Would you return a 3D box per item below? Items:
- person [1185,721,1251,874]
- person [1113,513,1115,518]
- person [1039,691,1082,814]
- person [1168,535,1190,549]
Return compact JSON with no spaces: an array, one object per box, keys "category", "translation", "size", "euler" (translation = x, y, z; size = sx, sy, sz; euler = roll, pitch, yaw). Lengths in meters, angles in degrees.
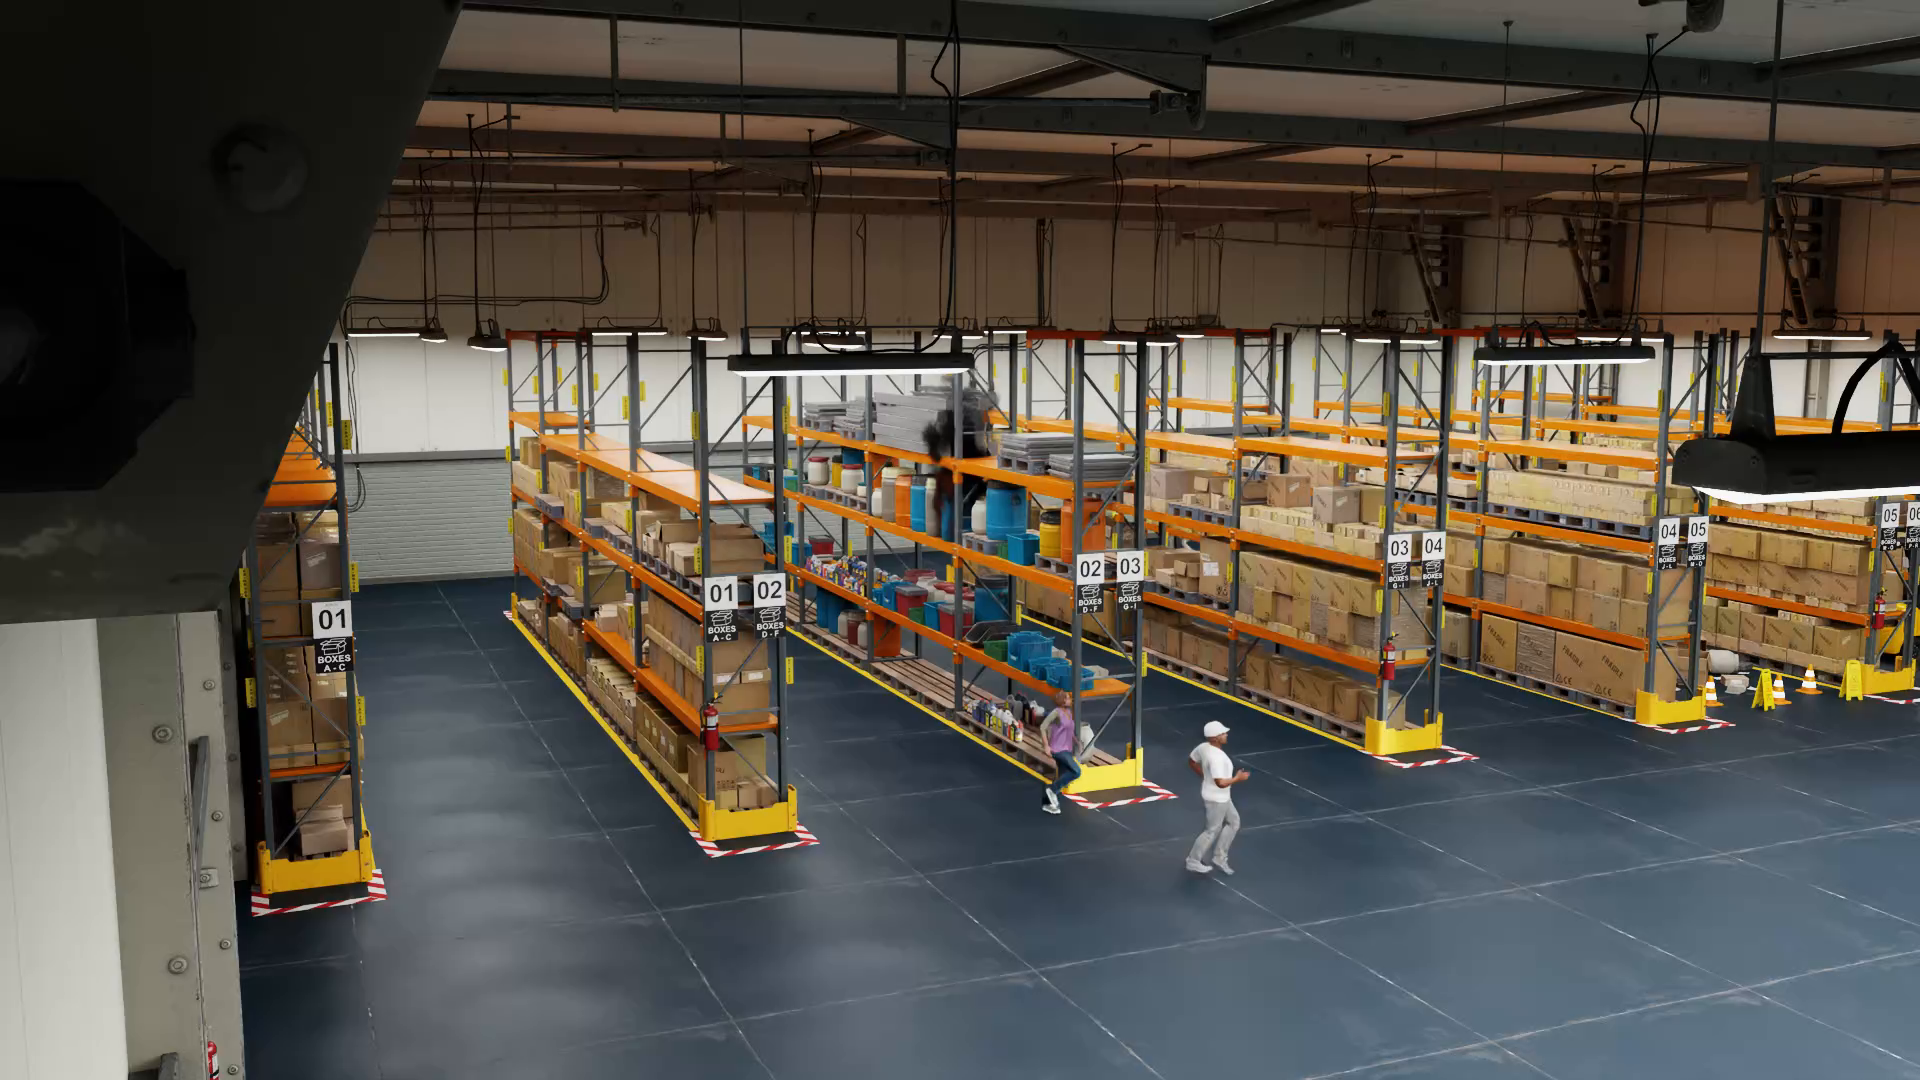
[{"category":"person","translation":[2.903,2.927,18.728],"size":[0.706,1.811,0.673],"euler":[1,8,4]},{"category":"person","translation":[3.646,0.189,38.953],"size":[0.717,1.707,0.606],"euler":[-2,8,-14]},{"category":"person","translation":[1.334,2.696,21.208],"size":[0.525,1.528,0.554],"euler":[4,9,25]},{"category":"person","translation":[5.470,-0.215,41.672],"size":[0.796,1.805,0.721],"euler":[5,9,33]}]
